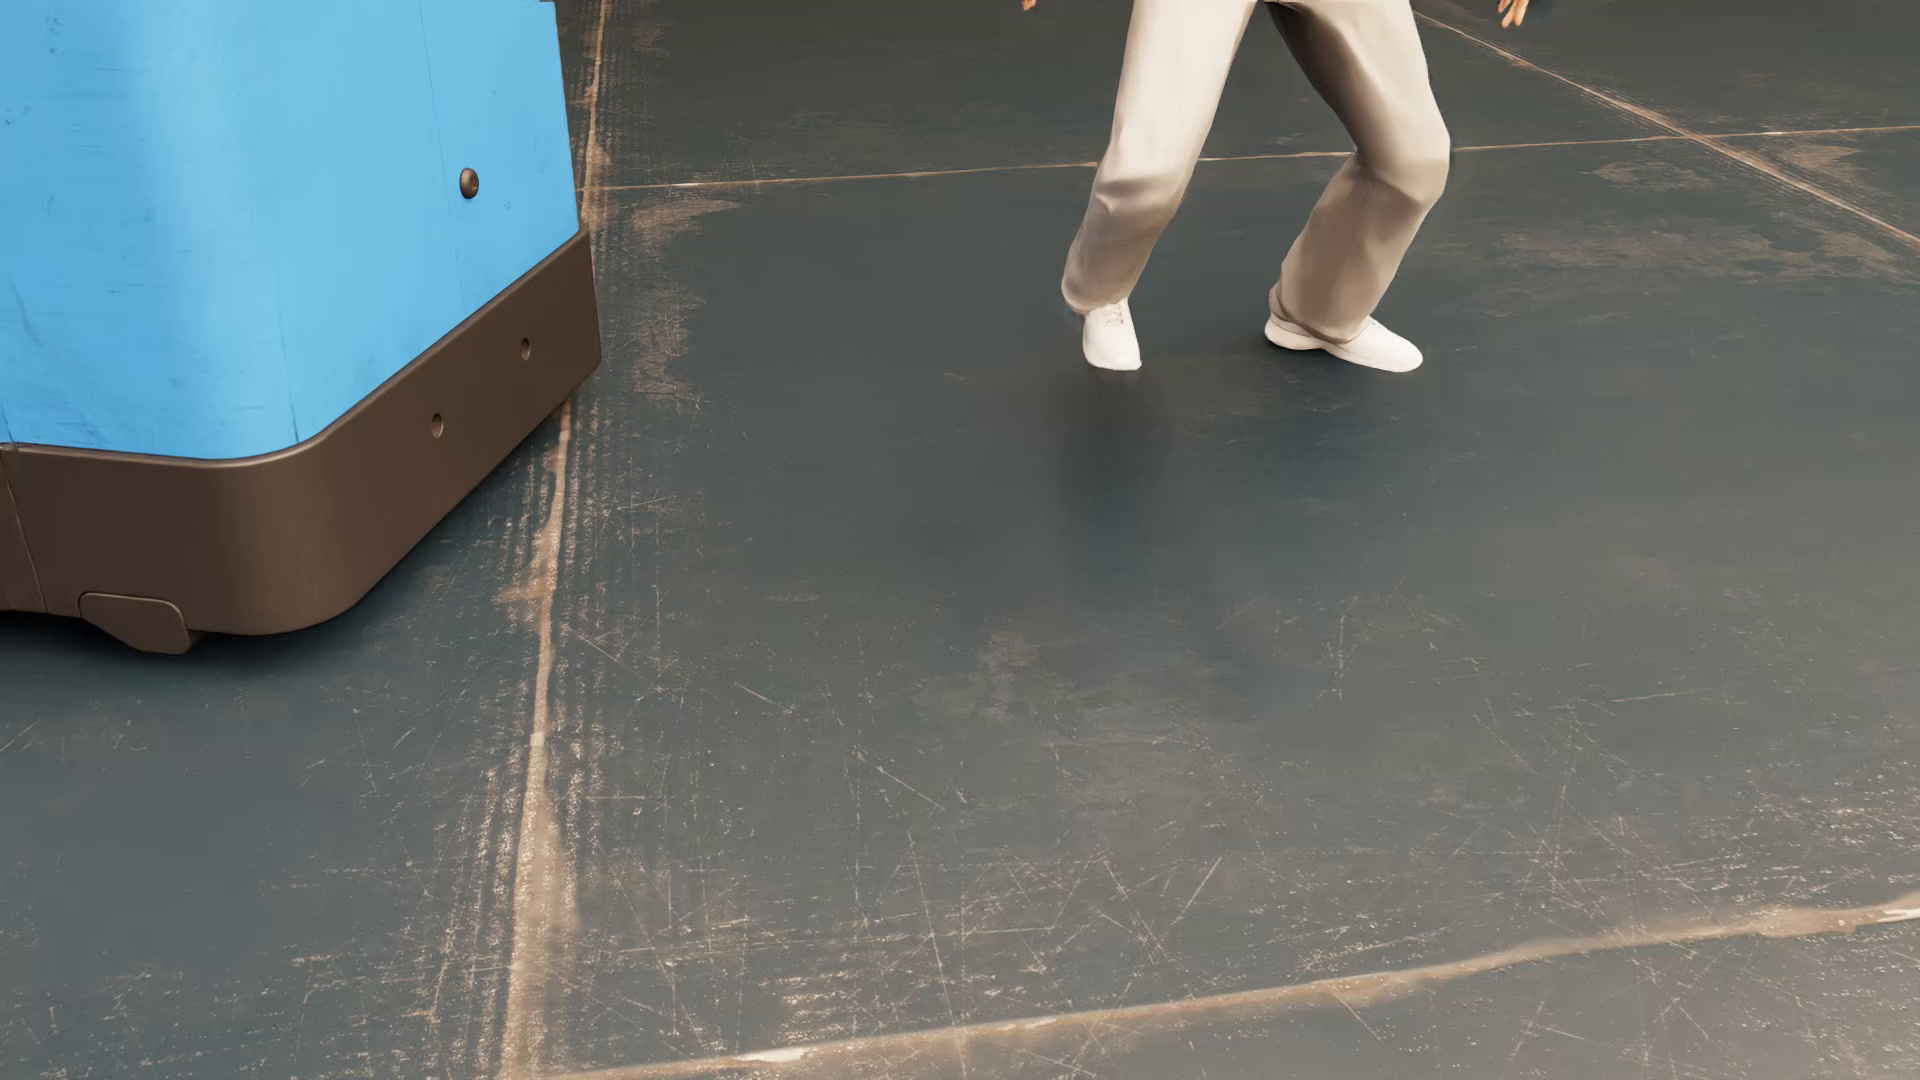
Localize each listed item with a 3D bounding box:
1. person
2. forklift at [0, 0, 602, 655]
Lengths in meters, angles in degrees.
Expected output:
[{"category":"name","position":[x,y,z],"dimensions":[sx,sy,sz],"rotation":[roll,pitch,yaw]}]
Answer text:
[{"category":"person","position":[0.492,-0.957,2.639],"dimensions":[0.809,1.584,0.543],"rotation":[-4,28,-7]},{"category":"forklift","position":[-2.202,-1.476,2.154],"dimensions":[3.031,2.935,1.130],"rotation":[5,28,10]}]
